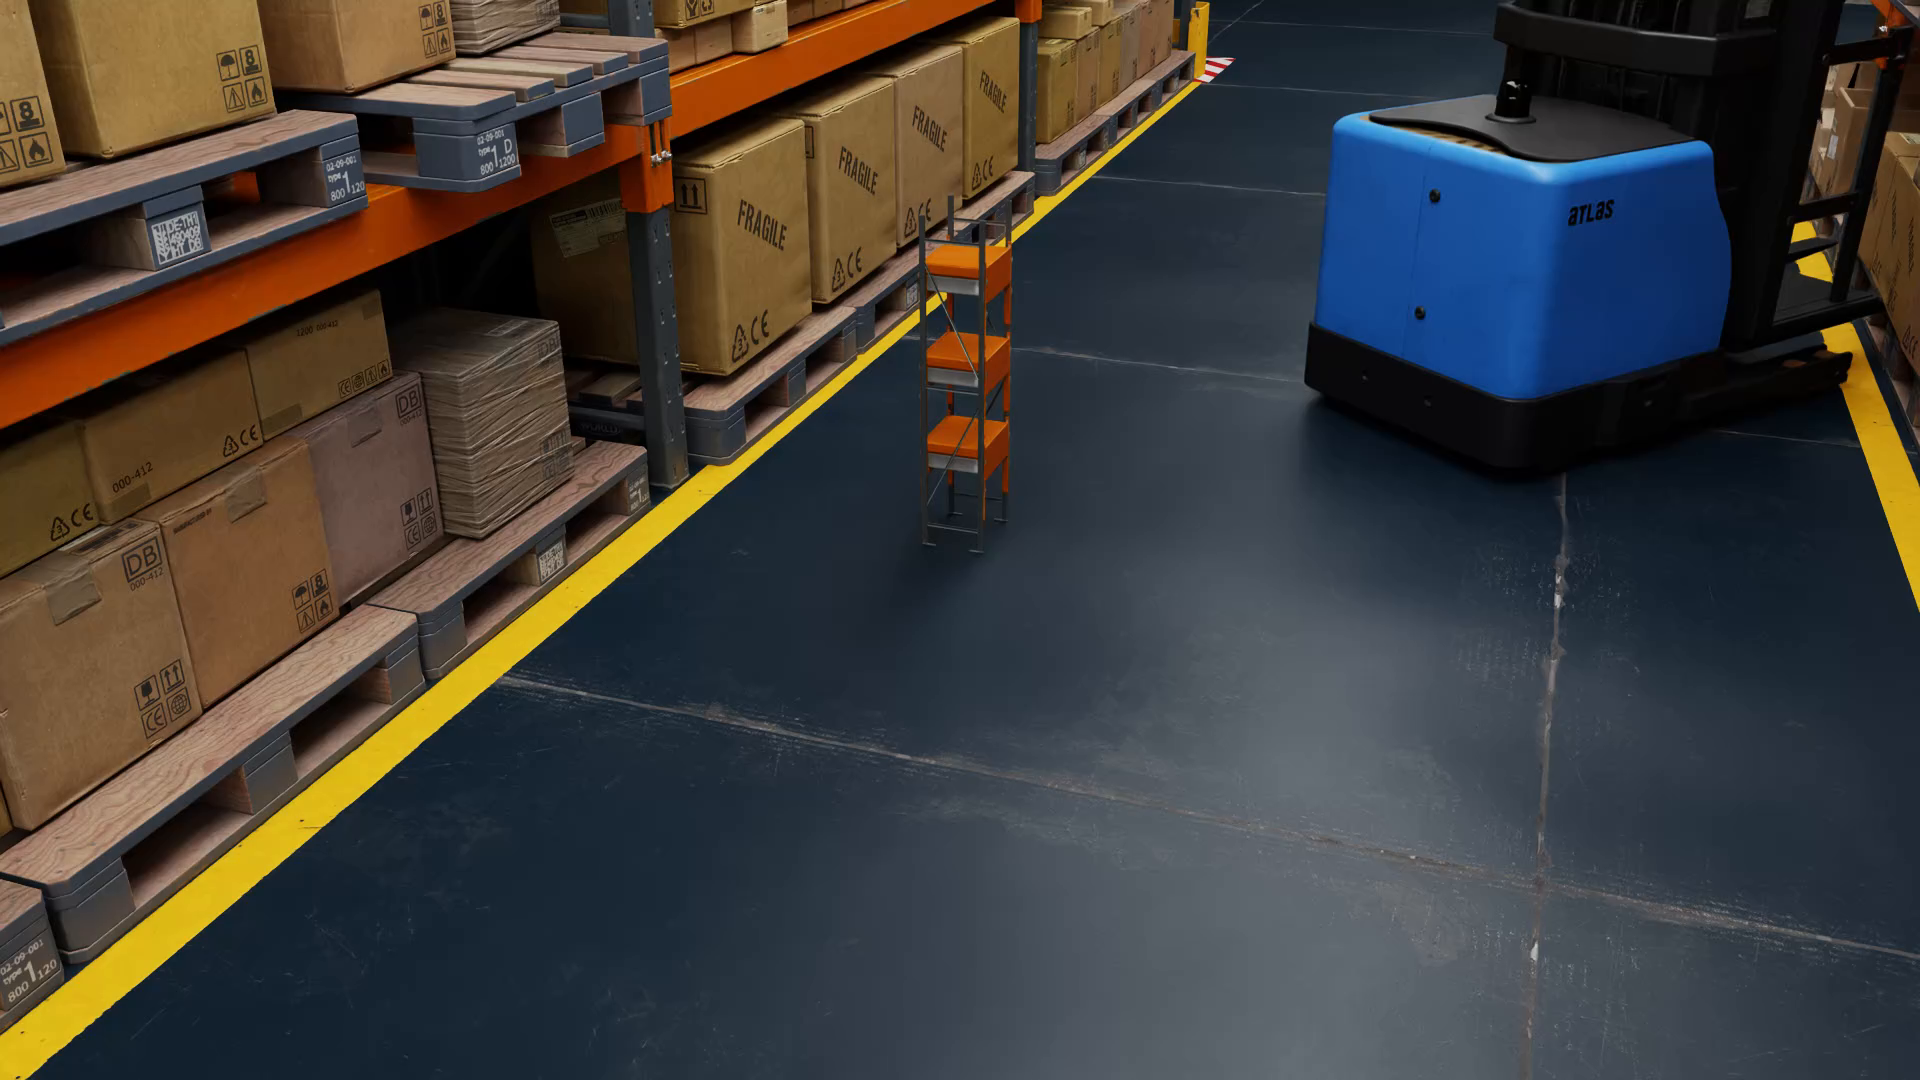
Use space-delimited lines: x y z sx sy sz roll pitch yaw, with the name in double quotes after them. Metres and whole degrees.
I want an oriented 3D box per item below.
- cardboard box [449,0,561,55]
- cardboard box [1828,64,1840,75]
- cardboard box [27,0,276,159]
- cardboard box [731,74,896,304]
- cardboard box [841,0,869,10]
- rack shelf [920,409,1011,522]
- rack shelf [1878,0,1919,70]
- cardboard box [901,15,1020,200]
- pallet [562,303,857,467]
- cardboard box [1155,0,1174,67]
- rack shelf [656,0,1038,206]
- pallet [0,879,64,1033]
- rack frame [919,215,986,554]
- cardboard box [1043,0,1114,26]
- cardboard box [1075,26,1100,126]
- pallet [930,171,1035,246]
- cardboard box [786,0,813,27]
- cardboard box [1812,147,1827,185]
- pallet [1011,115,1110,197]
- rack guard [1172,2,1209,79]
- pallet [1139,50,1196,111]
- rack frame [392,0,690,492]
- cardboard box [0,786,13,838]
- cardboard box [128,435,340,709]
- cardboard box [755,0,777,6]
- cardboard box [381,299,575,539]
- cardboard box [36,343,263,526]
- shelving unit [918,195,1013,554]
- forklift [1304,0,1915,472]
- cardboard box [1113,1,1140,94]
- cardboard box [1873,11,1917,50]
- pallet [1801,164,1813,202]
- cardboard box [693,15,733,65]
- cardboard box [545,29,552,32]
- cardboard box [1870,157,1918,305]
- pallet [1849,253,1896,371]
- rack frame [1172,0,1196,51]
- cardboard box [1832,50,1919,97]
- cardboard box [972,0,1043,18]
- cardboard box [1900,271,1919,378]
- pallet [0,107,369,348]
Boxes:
-1.562 -1.657 4.610 0.700 0.500 0.500 6 26 11 "cardboard box"
5.305 -2.752 10.141 0.500 0.250 0.500 9 27 17 "cardboard box"
-1.956 -1.141 3.546 0.700 0.500 0.500 9 27 17 "cardboard box"
-0.749 -1.472 6.833 0.750 0.750 0.750 9 27 17 "cardboard box"
-0.587 -2.238 6.695 0.380 0.149 0.250 9 27 18 "cardboard box"
0.018 -0.235 5.192 0.215 0.259 0.240 9 27 17 "rack shelf"
3.923 -1.389 5.503 1.077 0.370 4.000 9 27 17 "rack shelf"
-0.178 -2.187 8.311 0.750 0.750 0.750 9 27 18 "cardboard box"
-1.081 -0.666 6.384 1.003 0.211 1.213 9 27 17 "pallet"
1.109 -3.658 11.749 0.700 0.500 0.500 9 27 17 "cardboard box"
-0.749 -2.106 6.984 1.077 0.370 4.000 9 27 17 "rack shelf"
-2.488 0.970 3.003 1.003 0.211 1.213 9 27 17 "pallet"
-0.023 -0.444 4.963 0.200 1.050 0.008 9 27 17 "rack frame"
0.721 -3.229 10.119 0.380 0.149 0.250 8 27 16 "cardboard box"
0.432 -2.814 10.007 0.700 0.500 0.500 8 27 17 "cardboard box"
-0.270 -1.669 8.455 1.003 0.211 1.213 9 27 17 "pallet"
-0.781 -2.034 6.275 0.380 0.149 0.250 9 27 19 "cardboard box"
4.579 -1.888 8.474 0.380 0.149 0.250 9 27 17 "cardboard box"
0.243 -2.298 9.754 1.003 0.211 1.213 9 27 17 "pallet"
1.255 -3.781 12.485 1.175 0.500 0.348 9 27 17 "rack guard"
1.055 -3.301 11.825 1.003 0.211 1.213 9 27 17 "pallet"
-1.415 -1.608 5.129 1.000 3.000 0.127 9 27 17 "rack frame"
-2.392 0.438 3.267 0.700 0.500 0.500 8 27 16 "cardboard box"
-2.025 0.025 4.119 0.700 0.500 0.500 9 27 17 "cardboard box"
-0.829 -2.172 5.816 0.500 0.500 0.500 10 27 19 "cardboard box"
-1.605 -0.378 4.952 0.700 0.500 0.500 9 27 18 "cardboard box"
-2.021 -0.278 3.885 0.500 0.250 0.500 9 27 17 "cardboard box"
0.018 -0.495 5.067 0.215 1.050 0.252 9 27 17 "shelving unit"
2.831 -2.019 6.057 3.031 2.935 1.130 -15 30 -28 "forklift"
0.775 -3.245 10.897 0.700 0.500 0.500 8 27 16 "cardboard box"
5.971 -2.993 10.353 0.500 0.500 0.500 9 27 17 "cardboard box"
5.223 -2.065 9.273 1.003 0.211 1.213 9 27 17 "pallet"
-0.995 -1.708 5.601 0.380 0.149 0.250 9 27 18 "cardboard box"
-1.548 -1.675 5.533 0.380 0.149 0.250 9 27 18 "cardboard box"
4.031 -1.224 6.699 0.500 0.500 0.500 9 27 18 "cardboard box"
4.354 -0.940 6.950 1.003 0.211 1.213 9 27 17 "pallet"
1.247 -4.896 11.920 1.000 3.000 0.127 9 27 17 "rack frame"
5.209 -2.382 9.088 0.797 0.503 0.637 9 27 17 "cardboard box"
0.287 -3.195 10.048 0.380 0.149 0.250 8 27 16 "cardboard box"
3.689 -0.812 5.848 0.500 0.500 0.500 8 27 15 "cardboard box"
-2.035 -0.702 3.479 1.003 0.211 1.213 9 27 17 "pallet"
